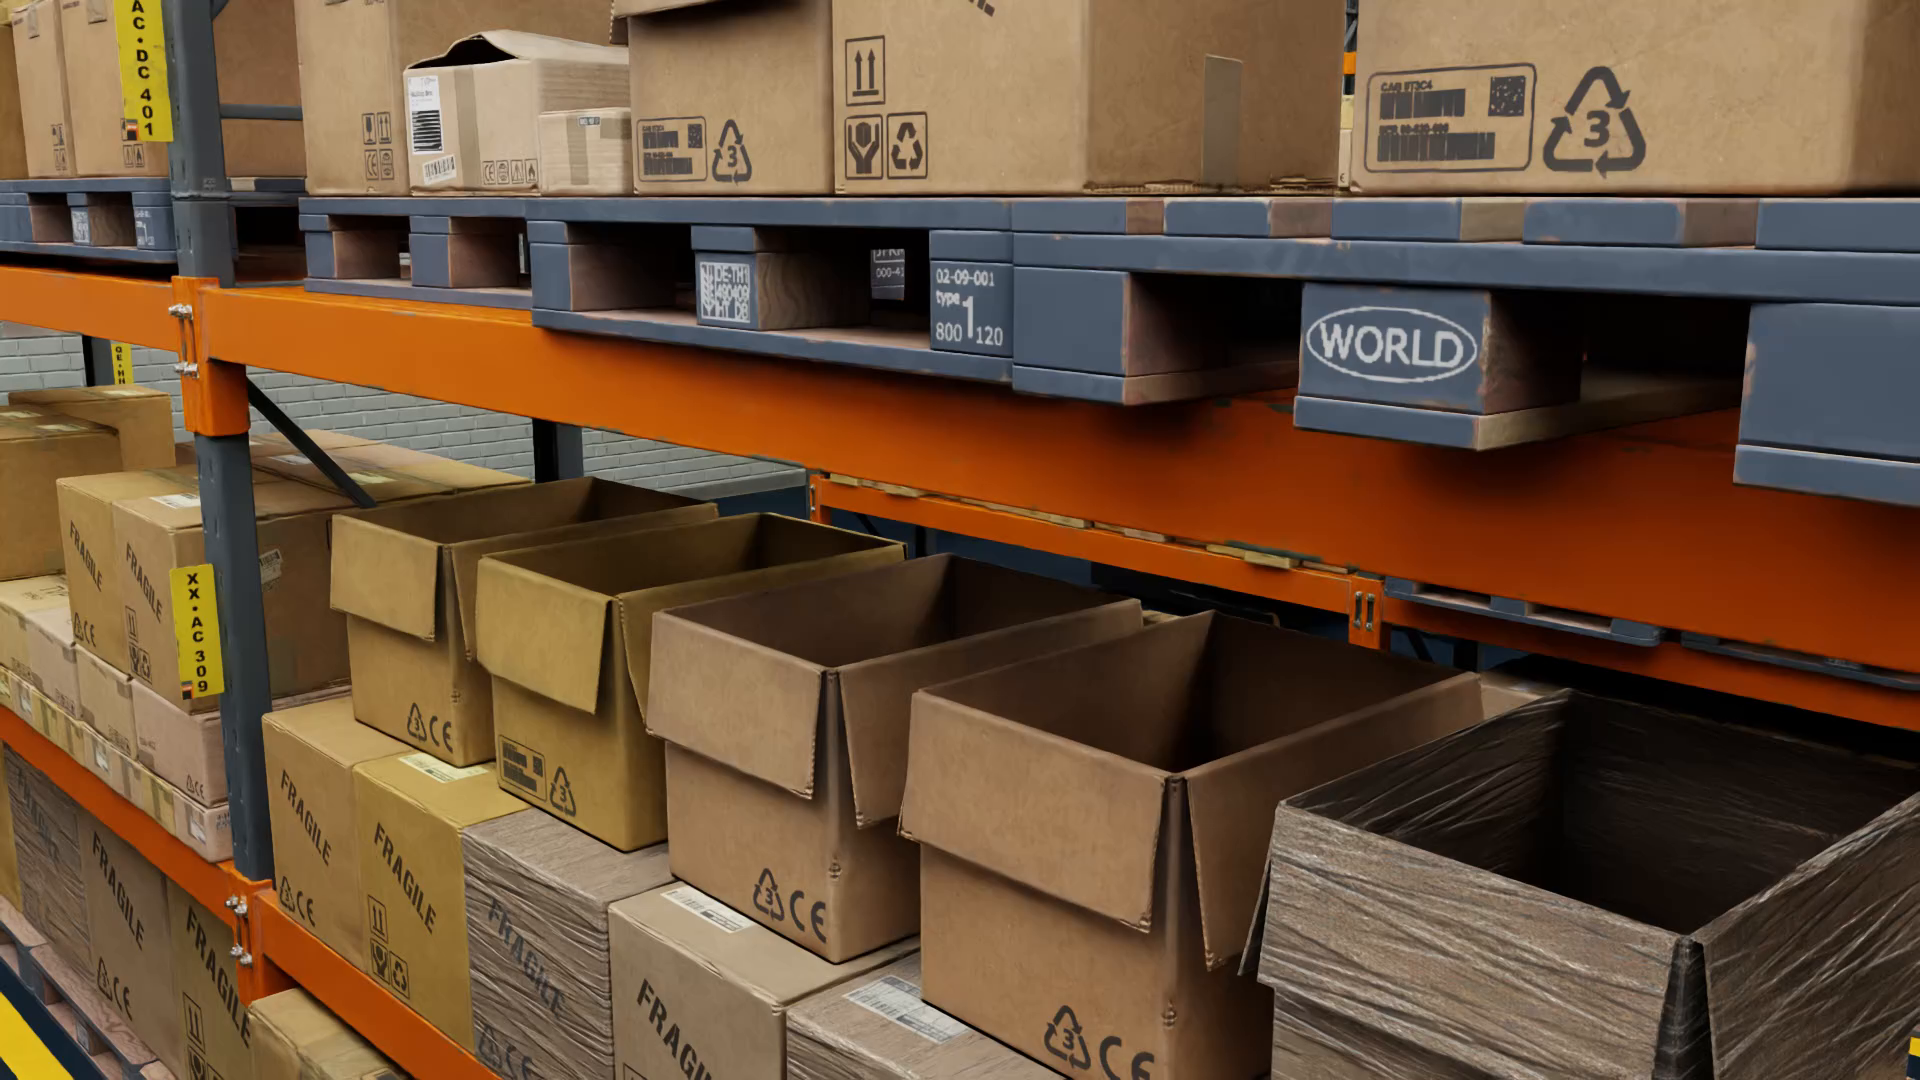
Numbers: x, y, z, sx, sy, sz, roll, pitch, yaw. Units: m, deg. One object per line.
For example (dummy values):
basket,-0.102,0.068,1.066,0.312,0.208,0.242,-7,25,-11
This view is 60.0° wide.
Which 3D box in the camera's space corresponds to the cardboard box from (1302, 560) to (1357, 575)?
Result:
cardboard box,1.833,0.047,7.875,0.380,0.149,0.250,-11,16,-43

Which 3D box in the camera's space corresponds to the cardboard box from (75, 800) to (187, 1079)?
cardboard box,-2.477,1.205,5.853,0.875,0.875,0.875,-11,16,-43

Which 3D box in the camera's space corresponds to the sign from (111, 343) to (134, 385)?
sign,-3.817,-0.731,7.572,0.100,0.325,0.005,-11,16,-43

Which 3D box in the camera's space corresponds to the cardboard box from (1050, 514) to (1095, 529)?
cardboard box,0.702,-0.172,8.933,0.380,0.149,0.250,-10,16,-41

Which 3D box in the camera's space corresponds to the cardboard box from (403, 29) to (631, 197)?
cardboard box,-0.765,-0.850,3.348,0.500,0.311,0.500,11,16,43

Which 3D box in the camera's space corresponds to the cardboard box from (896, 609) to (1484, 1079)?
cardboard box,0.364,0.448,2.570,0.797,0.503,0.637,-10,16,-41

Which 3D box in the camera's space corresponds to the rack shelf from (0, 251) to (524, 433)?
rack shelf,-2.838,-0.800,5.709,1.077,0.370,4.000,-11,16,-43

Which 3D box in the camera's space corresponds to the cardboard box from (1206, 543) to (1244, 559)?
cardboard box,1.435,-0.023,8.213,0.380,0.149,0.250,-10,15,-40

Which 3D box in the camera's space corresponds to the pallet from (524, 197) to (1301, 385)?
pallet,0.048,-0.433,2.615,1.003,0.211,1.213,-10,15,-40

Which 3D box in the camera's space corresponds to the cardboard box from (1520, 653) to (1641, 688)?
cardboard box,2.897,0.657,7.583,0.500,0.250,0.500,11,16,44

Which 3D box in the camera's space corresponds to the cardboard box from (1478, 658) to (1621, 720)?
cardboard box,2.519,0.729,7.237,0.500,0.250,0.500,11,16,43

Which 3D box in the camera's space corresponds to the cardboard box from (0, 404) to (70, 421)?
cardboard box,-3.738,-0.234,6.388,0.500,0.500,0.500,11,16,44

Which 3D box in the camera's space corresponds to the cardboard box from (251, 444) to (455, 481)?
cardboard box,-1.938,-0.009,5.298,0.500,0.500,0.500,-11,16,-43

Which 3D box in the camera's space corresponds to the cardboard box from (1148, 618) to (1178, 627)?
cardboard box,1.193,0.562,9.298,0.250,0.149,0.380,11,16,43

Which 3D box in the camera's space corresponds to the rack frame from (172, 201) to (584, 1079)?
rack frame,-1.457,0.609,4.522,1.000,3.000,0.127,-11,16,-43

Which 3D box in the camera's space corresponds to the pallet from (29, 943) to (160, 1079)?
pallet,-2.772,1.675,6.259,1.003,0.211,1.213,-11,16,-43

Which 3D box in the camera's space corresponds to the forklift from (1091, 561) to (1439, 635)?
forklift,2.362,-0.879,11.915,1.130,2.935,3.031,-10,15,-40

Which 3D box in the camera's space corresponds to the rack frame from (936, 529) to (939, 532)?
rack frame,-0.283,-0.647,15.080,0.240,1.200,0.015,-11,16,-43

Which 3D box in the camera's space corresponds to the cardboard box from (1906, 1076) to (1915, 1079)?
cardboard box,1.166,1.035,2.207,0.500,0.500,0.500,-10,15,-41

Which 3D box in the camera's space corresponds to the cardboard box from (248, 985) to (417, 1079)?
cardboard box,-1.001,1.535,4.254,1.225,0.875,0.875,-11,16,-42

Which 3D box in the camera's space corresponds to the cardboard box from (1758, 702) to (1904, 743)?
cardboard box,3.618,0.809,6.845,0.500,0.250,0.500,11,16,43

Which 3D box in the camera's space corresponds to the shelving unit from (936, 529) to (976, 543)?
shelving unit,-0.114,-0.612,14.908,0.258,1.200,0.503,-11,16,-43

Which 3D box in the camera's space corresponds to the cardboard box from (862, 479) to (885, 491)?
cardboard box,-0.370,-0.404,10.061,0.380,0.149,0.250,-10,15,-41

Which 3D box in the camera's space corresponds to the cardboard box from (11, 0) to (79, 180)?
cardboard box,-2.409,-1.349,5.055,0.700,0.500,0.500,-10,15,-40

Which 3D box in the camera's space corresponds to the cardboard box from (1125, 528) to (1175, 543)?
cardboard box,1.066,-0.100,8.585,0.250,0.149,0.380,11,16,43

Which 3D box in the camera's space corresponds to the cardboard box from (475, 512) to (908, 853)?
cardboard box,-0.545,0.263,3.470,0.797,0.503,0.637,-11,16,-42

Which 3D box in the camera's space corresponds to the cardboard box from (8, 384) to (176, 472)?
cardboard box,-3.693,-0.380,7.098,0.500,0.500,0.500,-11,16,-42

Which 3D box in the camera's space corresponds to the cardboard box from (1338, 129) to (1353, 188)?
cardboard box,1.697,-1.740,7.622,0.500,0.250,0.500,11,16,42

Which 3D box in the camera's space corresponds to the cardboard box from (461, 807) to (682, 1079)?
cardboard box,-0.627,0.808,3.307,0.500,0.500,0.500,11,16,44

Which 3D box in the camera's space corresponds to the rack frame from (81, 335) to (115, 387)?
rack frame,-4.220,0.025,7.356,1.000,3.000,0.127,-11,16,-43

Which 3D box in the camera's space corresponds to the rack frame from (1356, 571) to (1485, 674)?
rack frame,2.200,-0.067,7.805,1.000,3.000,0.127,-11,16,-43

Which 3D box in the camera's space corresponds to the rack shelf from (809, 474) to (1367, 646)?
rack shelf,0.819,-0.007,9.295,1.077,0.370,4.000,-11,16,-43

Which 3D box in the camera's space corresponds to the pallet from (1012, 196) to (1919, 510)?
pallet,0.822,-0.270,1.825,1.213,0.211,1.003,-10,15,-40

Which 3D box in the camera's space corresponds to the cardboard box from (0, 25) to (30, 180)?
cardboard box,-3.128,-1.512,5.845,0.500,0.500,0.700,10,16,41

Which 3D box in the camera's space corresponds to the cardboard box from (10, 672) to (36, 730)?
cardboard box,-2.967,0.508,5.633,0.380,0.149,0.250,-11,16,-42

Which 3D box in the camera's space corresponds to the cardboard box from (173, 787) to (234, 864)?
cardboard box,-1.905,0.733,4.542,0.380,0.149,0.250,-11,16,-42

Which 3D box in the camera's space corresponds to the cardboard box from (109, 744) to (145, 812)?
cardboard box,-2.260,0.658,4.906,0.380,0.149,0.250,-11,16,-44

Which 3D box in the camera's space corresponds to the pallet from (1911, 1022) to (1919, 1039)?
pallet,3.585,1.590,6.672,1.003,0.211,1.213,-11,16,-43

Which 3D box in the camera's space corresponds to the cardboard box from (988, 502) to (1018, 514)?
cardboard box,0.375,-0.255,9.340,0.380,0.149,0.250,-11,16,-44

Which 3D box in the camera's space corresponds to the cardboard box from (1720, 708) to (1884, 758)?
cardboard box,3.238,0.881,6.497,0.500,0.250,0.500,-10,15,-40

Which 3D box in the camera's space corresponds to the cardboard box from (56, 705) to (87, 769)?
cardboard box,-2.616,0.583,5.271,0.380,0.149,0.250,-11,16,-42

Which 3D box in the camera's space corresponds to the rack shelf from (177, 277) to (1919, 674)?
rack shelf,-0.076,-0.216,2.875,1.077,0.370,4.000,-11,16,-43

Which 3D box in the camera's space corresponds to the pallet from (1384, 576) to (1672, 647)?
pallet,2.622,0.158,7.185,1.003,0.211,1.213,-11,16,-43

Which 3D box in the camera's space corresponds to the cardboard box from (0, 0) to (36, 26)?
cardboard box,-2.832,-1.819,5.477,0.500,0.250,0.500,11,16,43

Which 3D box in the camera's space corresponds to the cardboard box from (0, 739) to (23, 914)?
cardboard box,-3.720,0.942,7.128,0.875,0.875,0.875,-11,16,-43

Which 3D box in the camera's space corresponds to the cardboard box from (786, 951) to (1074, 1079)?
cardboard box,0.084,0.957,2.583,0.500,0.500,0.500,11,16,43

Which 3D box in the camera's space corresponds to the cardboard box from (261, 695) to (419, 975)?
cardboard box,-1.320,0.662,4.017,0.500,0.500,0.500,-11,16,-42

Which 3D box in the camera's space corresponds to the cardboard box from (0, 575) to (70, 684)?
cardboard box,-3.011,0.285,5.730,0.500,0.250,0.500,-11,16,-44

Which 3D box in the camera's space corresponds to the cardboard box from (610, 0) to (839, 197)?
cardboard box,-0.121,-0.828,2.766,0.797,0.503,0.637,-11,16,-43

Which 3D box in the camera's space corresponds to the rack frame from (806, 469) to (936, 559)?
rack frame,-0.562,-0.651,10.639,1.000,3.000,0.127,-11,16,-43

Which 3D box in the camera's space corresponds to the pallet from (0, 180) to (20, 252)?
pallet,-2.853,-1.116,5.679,1.003,0.211,1.213,-11,16,-43

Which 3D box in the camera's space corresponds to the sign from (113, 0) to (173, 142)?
sign,-1.858,-1.075,3.783,0.100,0.325,0.005,-11,16,-43

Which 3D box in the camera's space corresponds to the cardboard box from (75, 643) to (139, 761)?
cardboard box,-2.311,0.434,5.007,0.500,0.250,0.500,-10,15,-41

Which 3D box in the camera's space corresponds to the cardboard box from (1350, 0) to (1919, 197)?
cardboard box,0.832,-0.612,1.716,0.797,0.503,0.637,-10,15,-39

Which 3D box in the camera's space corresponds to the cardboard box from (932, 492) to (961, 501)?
cardboard box,0.055,-0.338,9.743,0.380,0.149,0.250,-10,15,-40

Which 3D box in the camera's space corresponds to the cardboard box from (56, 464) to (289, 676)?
cardboard box,-2.311,0.066,4.934,0.500,0.500,0.500,-11,16,-42
